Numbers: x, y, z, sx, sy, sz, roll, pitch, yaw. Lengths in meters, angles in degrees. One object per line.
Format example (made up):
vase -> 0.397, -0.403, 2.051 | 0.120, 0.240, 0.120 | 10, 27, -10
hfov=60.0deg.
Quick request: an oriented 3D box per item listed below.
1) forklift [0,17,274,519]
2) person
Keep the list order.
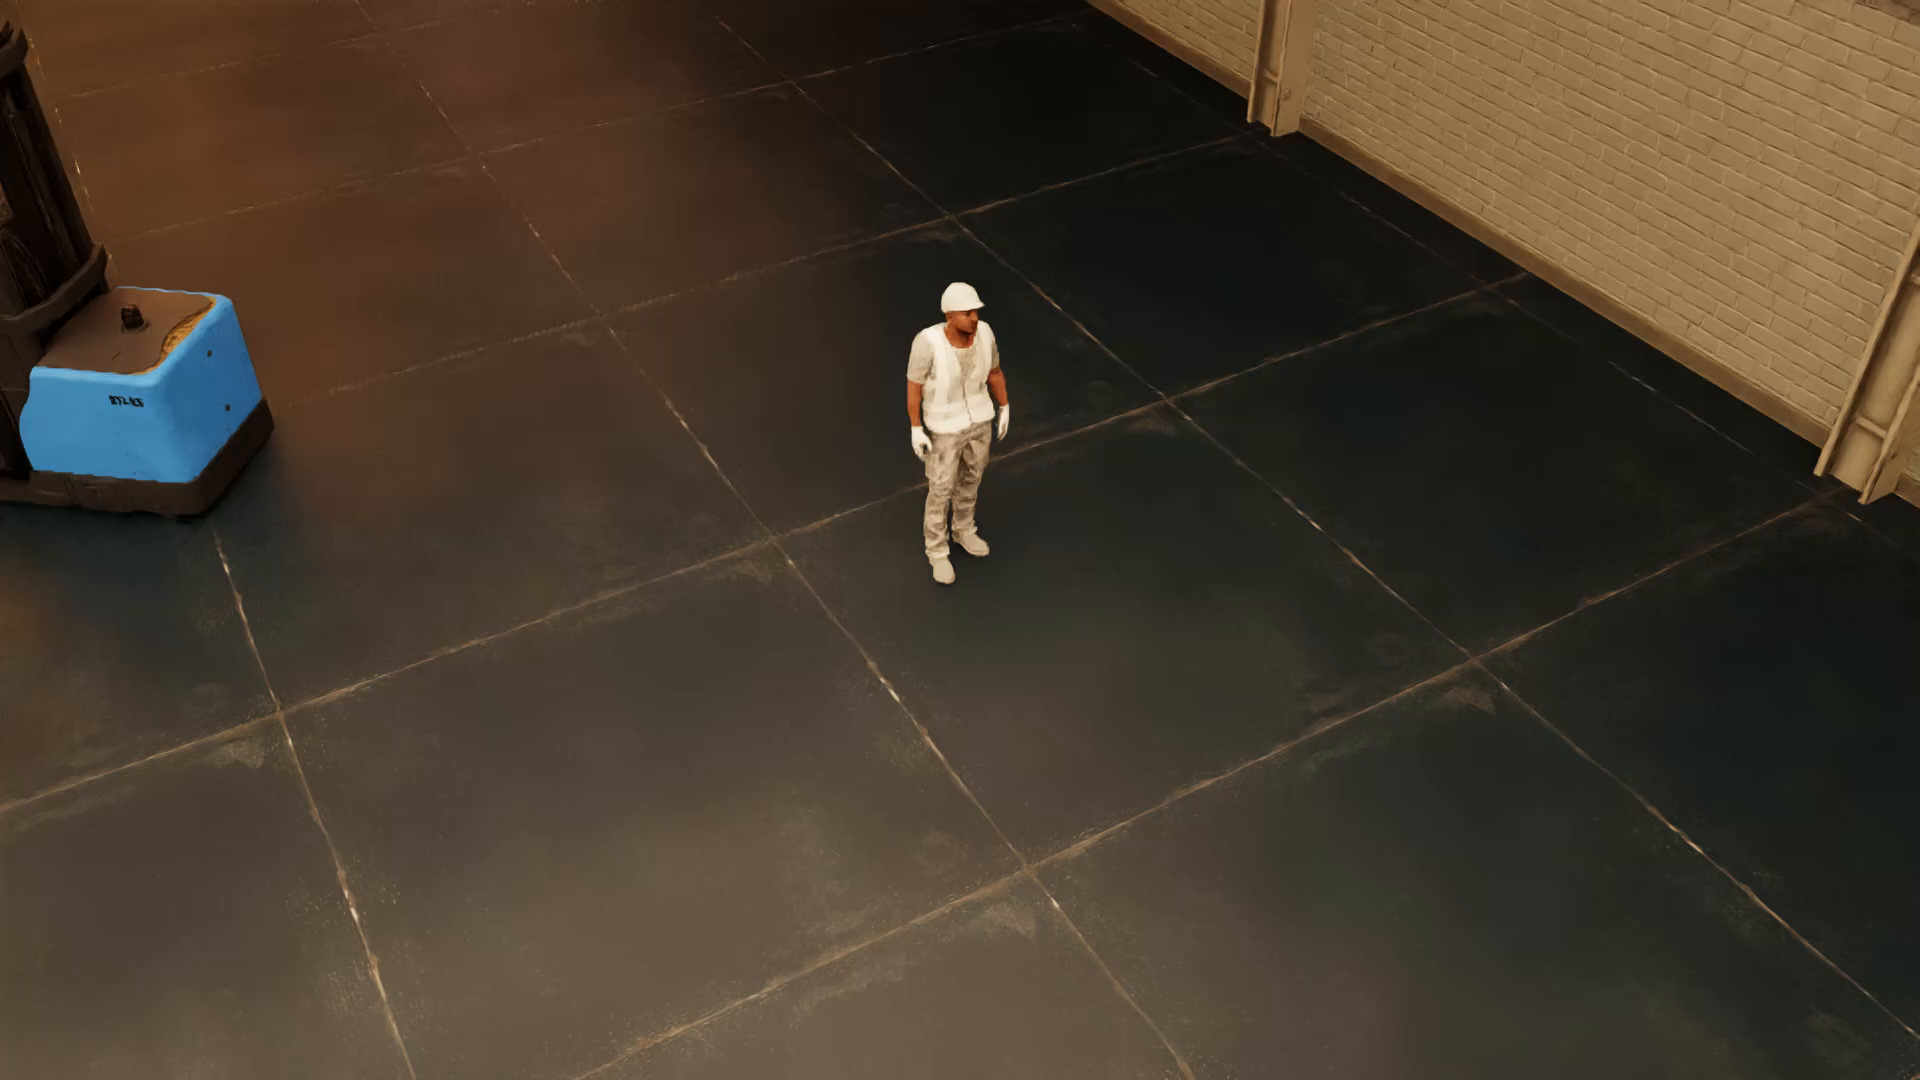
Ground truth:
forklift -> -6.152, -1.693, 10.078 | 3.031, 2.935, 1.130 | 5, 40, 7
person -> 0.029, -0.648, 9.709 | 0.655, 1.777, 0.576 | -20, 44, -23
